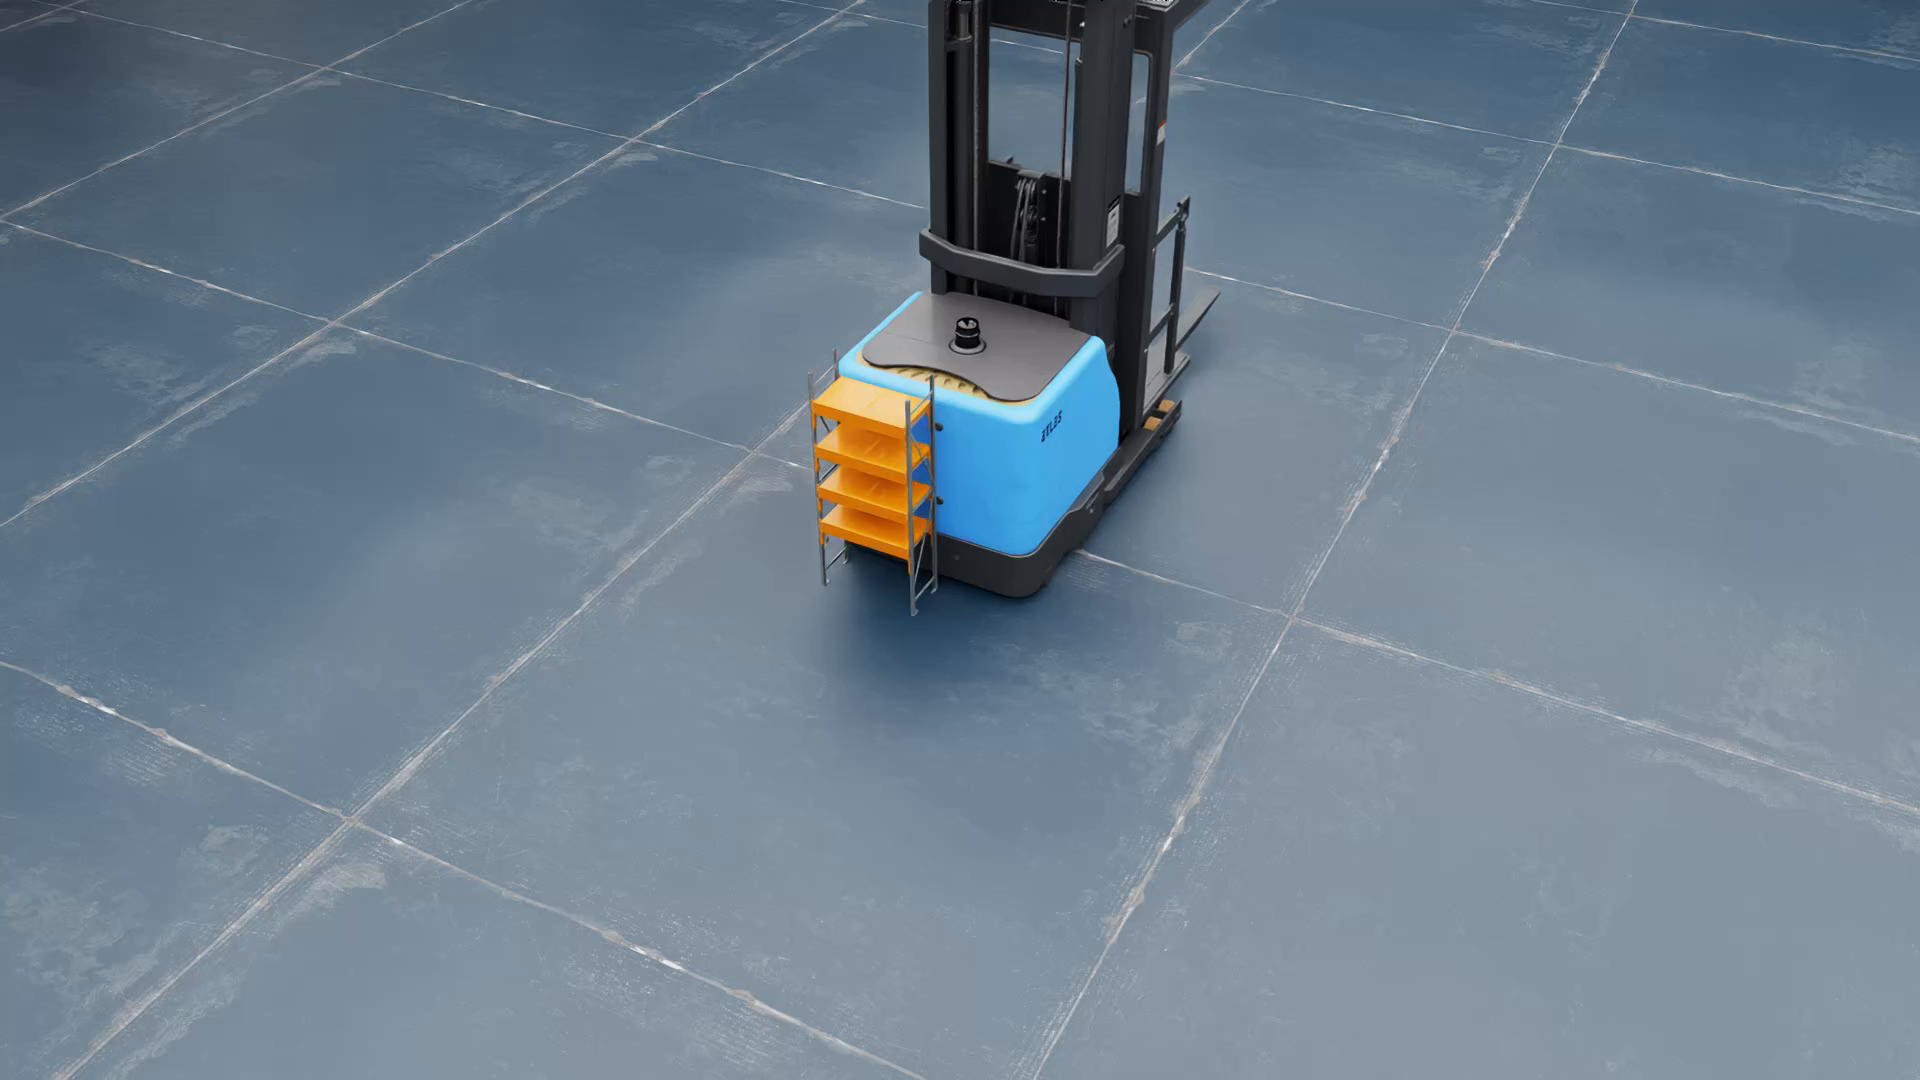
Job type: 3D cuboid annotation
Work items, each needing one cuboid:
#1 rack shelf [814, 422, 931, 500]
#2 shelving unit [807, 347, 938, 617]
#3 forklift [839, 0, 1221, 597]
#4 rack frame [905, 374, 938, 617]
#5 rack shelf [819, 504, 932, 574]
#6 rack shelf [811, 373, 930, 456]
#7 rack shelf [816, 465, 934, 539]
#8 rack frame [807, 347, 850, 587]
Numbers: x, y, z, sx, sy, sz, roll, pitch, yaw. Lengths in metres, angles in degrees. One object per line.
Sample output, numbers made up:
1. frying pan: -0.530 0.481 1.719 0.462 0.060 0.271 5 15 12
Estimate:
1. rack shelf: -0.387 -0.371 7.506 0.480 0.148 0.258 18 41 22
2. shelving unit: -0.386 -0.248 7.602 0.503 1.200 0.258 18 41 22
3. forklift: 0.552 -1.776 8.185 1.130 2.935 3.031 18 41 22
4. rack frame: -0.170 -0.179 7.512 0.015 1.200 0.240 18 41 22
5. rack shelf: -0.385 -0.037 7.764 0.480 0.148 0.258 18 41 22
6. rack shelf: -0.388 -0.559 7.362 0.480 0.148 0.258 18 41 22
7. rack shelf: -0.386 -0.194 7.643 0.480 0.148 0.258 18 41 22
8. rack frame: -0.603 -0.316 7.692 0.015 1.200 0.240 18 41 22
